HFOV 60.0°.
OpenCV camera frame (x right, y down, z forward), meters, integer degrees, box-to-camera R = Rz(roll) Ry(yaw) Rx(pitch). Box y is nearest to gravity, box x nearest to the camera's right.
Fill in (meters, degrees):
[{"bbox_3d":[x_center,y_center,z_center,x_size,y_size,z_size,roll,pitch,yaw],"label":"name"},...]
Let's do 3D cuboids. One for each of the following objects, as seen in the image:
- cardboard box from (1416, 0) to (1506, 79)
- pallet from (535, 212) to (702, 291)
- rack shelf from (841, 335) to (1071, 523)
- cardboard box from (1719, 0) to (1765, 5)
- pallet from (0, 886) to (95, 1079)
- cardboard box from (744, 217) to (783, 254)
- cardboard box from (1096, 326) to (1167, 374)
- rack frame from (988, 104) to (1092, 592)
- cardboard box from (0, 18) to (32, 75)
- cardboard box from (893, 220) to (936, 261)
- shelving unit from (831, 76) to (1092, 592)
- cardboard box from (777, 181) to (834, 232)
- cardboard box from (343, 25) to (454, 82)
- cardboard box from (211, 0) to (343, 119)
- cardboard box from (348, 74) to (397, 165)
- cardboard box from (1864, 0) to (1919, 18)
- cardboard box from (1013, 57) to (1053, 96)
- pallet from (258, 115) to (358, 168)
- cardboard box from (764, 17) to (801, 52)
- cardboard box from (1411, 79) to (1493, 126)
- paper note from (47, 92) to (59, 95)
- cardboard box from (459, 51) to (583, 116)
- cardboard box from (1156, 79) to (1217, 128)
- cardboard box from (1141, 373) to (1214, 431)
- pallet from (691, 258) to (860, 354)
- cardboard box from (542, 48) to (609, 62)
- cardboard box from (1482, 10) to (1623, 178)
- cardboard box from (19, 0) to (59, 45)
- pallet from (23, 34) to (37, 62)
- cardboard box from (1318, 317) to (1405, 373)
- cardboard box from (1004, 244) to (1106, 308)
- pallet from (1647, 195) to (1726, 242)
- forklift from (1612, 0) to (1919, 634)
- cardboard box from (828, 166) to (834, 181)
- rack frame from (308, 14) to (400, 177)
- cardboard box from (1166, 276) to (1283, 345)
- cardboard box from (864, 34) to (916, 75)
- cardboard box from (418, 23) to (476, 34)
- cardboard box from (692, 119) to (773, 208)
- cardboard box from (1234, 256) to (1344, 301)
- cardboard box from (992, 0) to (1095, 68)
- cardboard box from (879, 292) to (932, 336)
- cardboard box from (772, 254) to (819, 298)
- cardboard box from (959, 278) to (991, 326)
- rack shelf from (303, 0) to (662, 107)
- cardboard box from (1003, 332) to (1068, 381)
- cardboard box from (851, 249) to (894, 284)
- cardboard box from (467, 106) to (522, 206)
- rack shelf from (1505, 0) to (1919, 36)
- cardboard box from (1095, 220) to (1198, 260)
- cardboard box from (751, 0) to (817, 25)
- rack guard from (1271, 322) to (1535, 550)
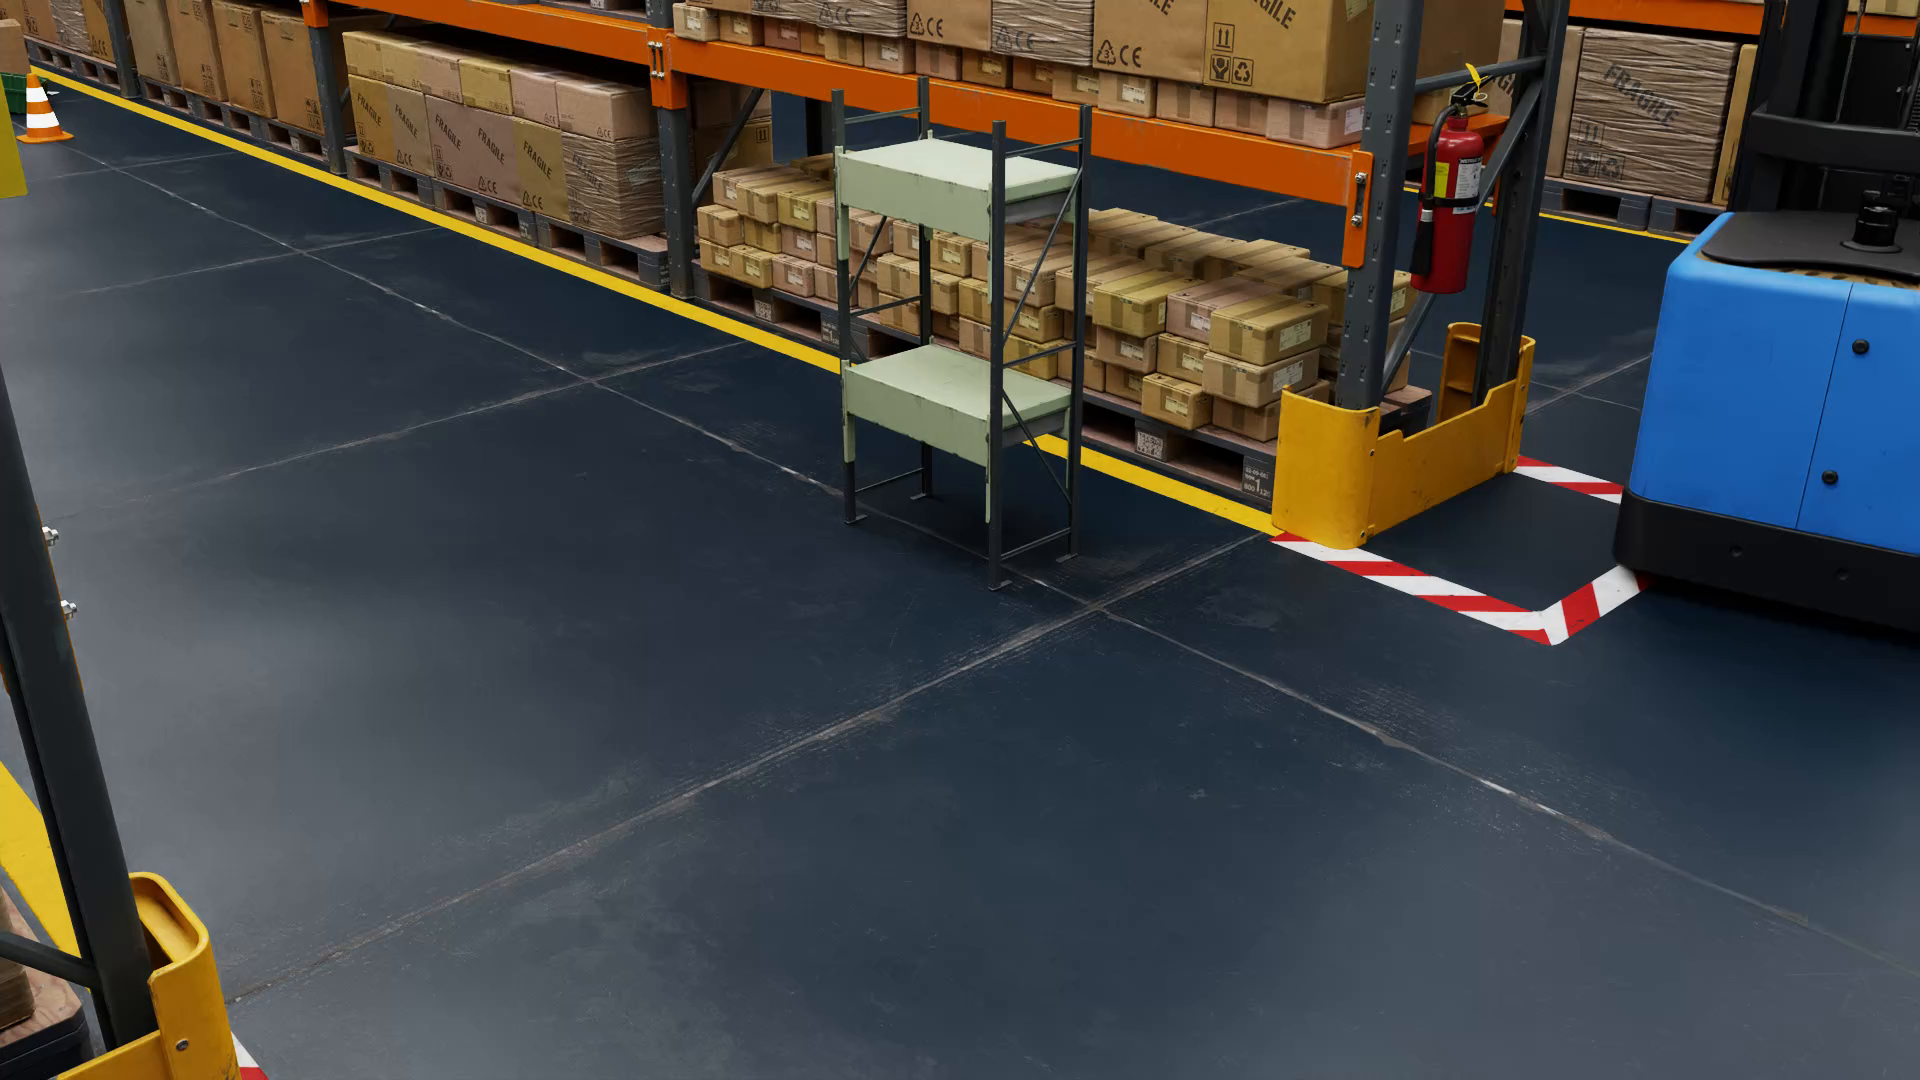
[{"bbox_3d":[1.562,-1.909,5.842,0.500,0.500,0.500,-19,31,-36],"label":"cardboard box"},{"bbox_3d":[-1.600,-1.693,9.206,1.003,0.211,1.213,-21,32,-38],"label":"pallet"},{"bbox_3d":[-0.005,-0.388,5.578,0.431,0.370,0.720,-21,32,-38],"label":"rack shelf"},{"bbox_3d":[4.353,-3.022,9.062,0.380,0.149,0.250,-21,32,-38],"label":"cardboard box"},{"bbox_3d":[-2.480,0.969,3.371,1.003,0.211,1.213,-21,32,-38],"label":"pallet"},{"bbox_3d":[-0.814,-1.503,8.002,0.380,0.149,0.250,-21,32,-38],"label":"cardboard box"},{"bbox_3d":[0.742,-0.779,6.415,0.250,0.149,0.380,22,33,40],"label":"cardboard box"},{"bbox_3d":[0.246,-0.573,5.200,0.400,1.500,0.023,-21,32,-38],"label":"rack frame"},{"bbox_3d":[-8.344,-4.193,14.335,0.500,0.500,0.500,-15,29,-30],"label":"cardboard box"},{"bbox_3d":[-0.073,-1.333,7.269,0.250,0.149,0.380,22,33,40],"label":"cardboard box"},{"bbox_3d":[-0.005,-0.684,5.443,0.431,1.500,0.755,-21,32,-38],"label":"shelving unit"},{"bbox_3d":[-0.628,-1.565,7.778,0.380,0.149,0.250,-22,32,-39],"label":"cardboard box"},{"bbox_3d":[-3.506,-3.055,10.435,0.500,0.250,0.500,22,32,39],"label":"cardboard box"},{"bbox_3d":[-4.751,-3.579,12.186,1.050,0.750,0.750,-21,32,-38],"label":"cardboard box"},{"bbox_3d":[-3.503,-2.705,10.571,0.500,0.500,0.500,22,33,40],"label":"cardboard box"},{"bbox_3d":[4.873,-2.791,8.556,0.380,0.149,0.250,-20,32,-38],"label":"cardboard box"},{"bbox_3d":[0.422,-1.834,6.458,0.250,0.149,0.380,22,33,40],"label":"cardboard box"},{"bbox_3d":[-4.284,-2.929,11.917,1.003,0.211,1.213,-21,32,-38],"label":"pallet"},{"bbox_3d":[-0.660,-2.310,7.502,0.250,0.149,0.380,22,33,39],"label":"cardboard box"},{"bbox_3d":[1.685,-1.591,5.926,0.380,0.149,0.250,-22,32,-39],"label":"cardboard box"},{"bbox_3d":[-7.655,-3.746,13.924,0.142,0.020,0.147,3,25,6],"label":"paper note"},{"bbox_3d":[-2.473,-2.590,9.417,0.500,0.250,0.500,22,33,39],"label":"cardboard box"},{"bbox_3d":[0.913,-1.576,5.893,0.380,0.149,0.250,-22,32,-39],"label":"cardboard box"},{"bbox_3d":[0.906,-0.558,6.287,0.380,0.149,0.250,-20,31,-37],"label":"cardboard box"},{"bbox_3d":[-0.582,-1.264,8.266,1.003,0.211,1.213,-21,32,-38],"label":"pallet"},{"bbox_3d":[-2.090,-2.736,9.736,0.500,0.250,0.500,-20,31,-37],"label":"cardboard box"},{"bbox_3d":[3.631,-2.831,10.396,0.875,0.875,0.875,-21,32,-38],"label":"cardboard box"},{"bbox_3d":[-8.154,-5.133,15.442,0.875,0.875,0.875,-22,32,-39],"label":"cardboard box"},{"bbox_3d":[-8.665,-4.873,16.177,1.003,0.211,1.213,-21,32,-38],"label":"pallet"},{"bbox_3d":[1.497,-0.775,6.405,0.380,0.149,0.250,-20,31,-36],"label":"cardboard box"},{"bbox_3d":[0.366,-1.064,6.681,0.380,0.149,0.250,-20,31,-37],"label":"cardboard box"},{"bbox_3d":[4.754,-1.842,9.533,1.003,0.211,1.213,-21,32,-38],"label":"pallet"},{"bbox_3d":[3.367,-1.602,5.730,1.130,2.935,3.031,15,29,30],"label":"forklift"},{"bbox_3d":[-0.430,-1.790,8.273,0.380,0.149,0.250,-21,32,-38],"label":"cardboard box"},{"bbox_3d":[-3.800,-3.938,10.768,1.000,3.000,0.127,-21,32,-38],"label":"rack frame"},{"bbox_3d":[0.991,-0.860,6.232,0.380,0.149,0.250,-20,32,-37],"label":"cardboard box"},{"bbox_3d":[-0.176,-2.048,6.927,0.380,0.149,0.250,-20,31,-36],"label":"cardboard box"},{"bbox_3d":[-3.142,-3.200,10.752,0.500,0.250,0.500,-22,33,-40],"label":"cardboard box"},{"bbox_3d":[-1.378,-2.079,9.199,0.500,0.500,0.500,-20,31,-37],"label":"cardboard box"},{"bbox_3d":[1.281,-0.983,6.503,0.380,0.149,0.250,-21,32,-38],"label":"cardboard box"},{"bbox_3d":[0.471,-2.066,6.187,0.500,0.500,0.500,-21,32,-38],"label":"cardboard box"},{"bbox_3d":[-0.136,-1.037,7.338,0.380,0.149,0.250,-22,33,-40],"label":"cardboard box"},{"bbox_3d":[-0.662,-1.277,7.865,0.380,0.149,0.250,-21,32,-39],"label":"cardboard box"},{"bbox_3d":[0.217,-1.015,6.932,0.380,0.149,0.250,-19,31,-36],"label":"cardboard box"},{"bbox_3d":[-2.433,-3.005,9.589,1.077,0.370,4.000,-21,32,-38],"label":"rack shelf"},{"bbox_3d":[0.390,-0.793,6.802,0.250,0.149,0.380,22,33,39],"label":"cardboard box"},{"bbox_3d":[-0.268,-1.267,7.484,0.380,0.149,0.250,-19,31,-36],"label":"cardboard box"},{"bbox_3d":[-2.454,-2.245,9.562,0.500,0.500,0.500,-22,33,-40],"label":"cardboard box"},{"bbox_3d":[3.990,-3.169,9.949,1.077,0.370,4.000,-21,32,-38],"label":"rack shelf"},{"bbox_3d":[0.790,-1.234,7.054,0.380,0.149,0.250,-20,31,-37],"label":"cardboard box"},{"bbox_3d":[-0.568,-2.537,7.219,0.500,0.500,0.500,-21,32,-38],"label":"cardboard box"},{"bbox_3d":[1.616,-0.400,6.024,1.175,0.500,0.348,-21,32,-38],"label":"rack guard"}]
